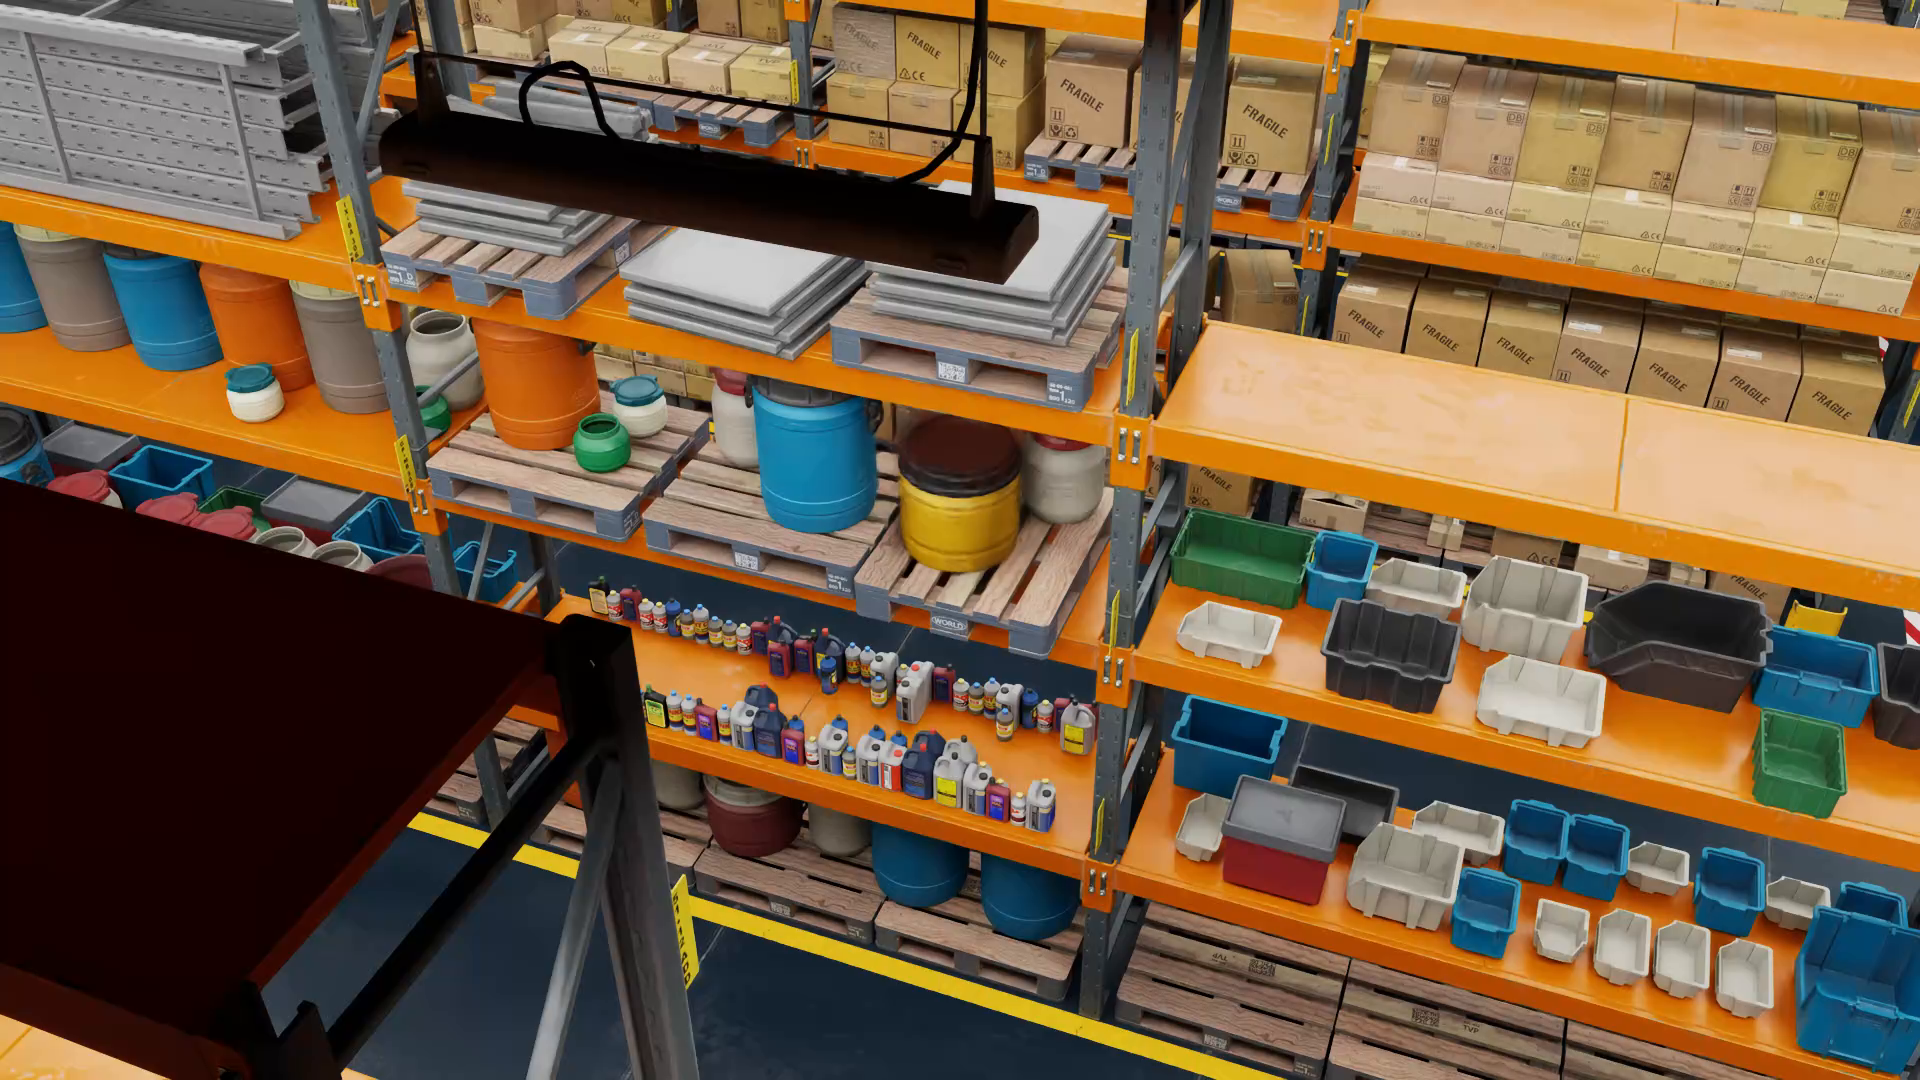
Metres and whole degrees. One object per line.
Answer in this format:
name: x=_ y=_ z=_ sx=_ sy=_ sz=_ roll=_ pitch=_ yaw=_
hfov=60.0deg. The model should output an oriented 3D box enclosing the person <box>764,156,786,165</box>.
person: x=-1.829 y=-3.010 z=16.069 sx=0.457 sy=1.646 sz=0.508 roll=18 pitch=40 yaw=23
